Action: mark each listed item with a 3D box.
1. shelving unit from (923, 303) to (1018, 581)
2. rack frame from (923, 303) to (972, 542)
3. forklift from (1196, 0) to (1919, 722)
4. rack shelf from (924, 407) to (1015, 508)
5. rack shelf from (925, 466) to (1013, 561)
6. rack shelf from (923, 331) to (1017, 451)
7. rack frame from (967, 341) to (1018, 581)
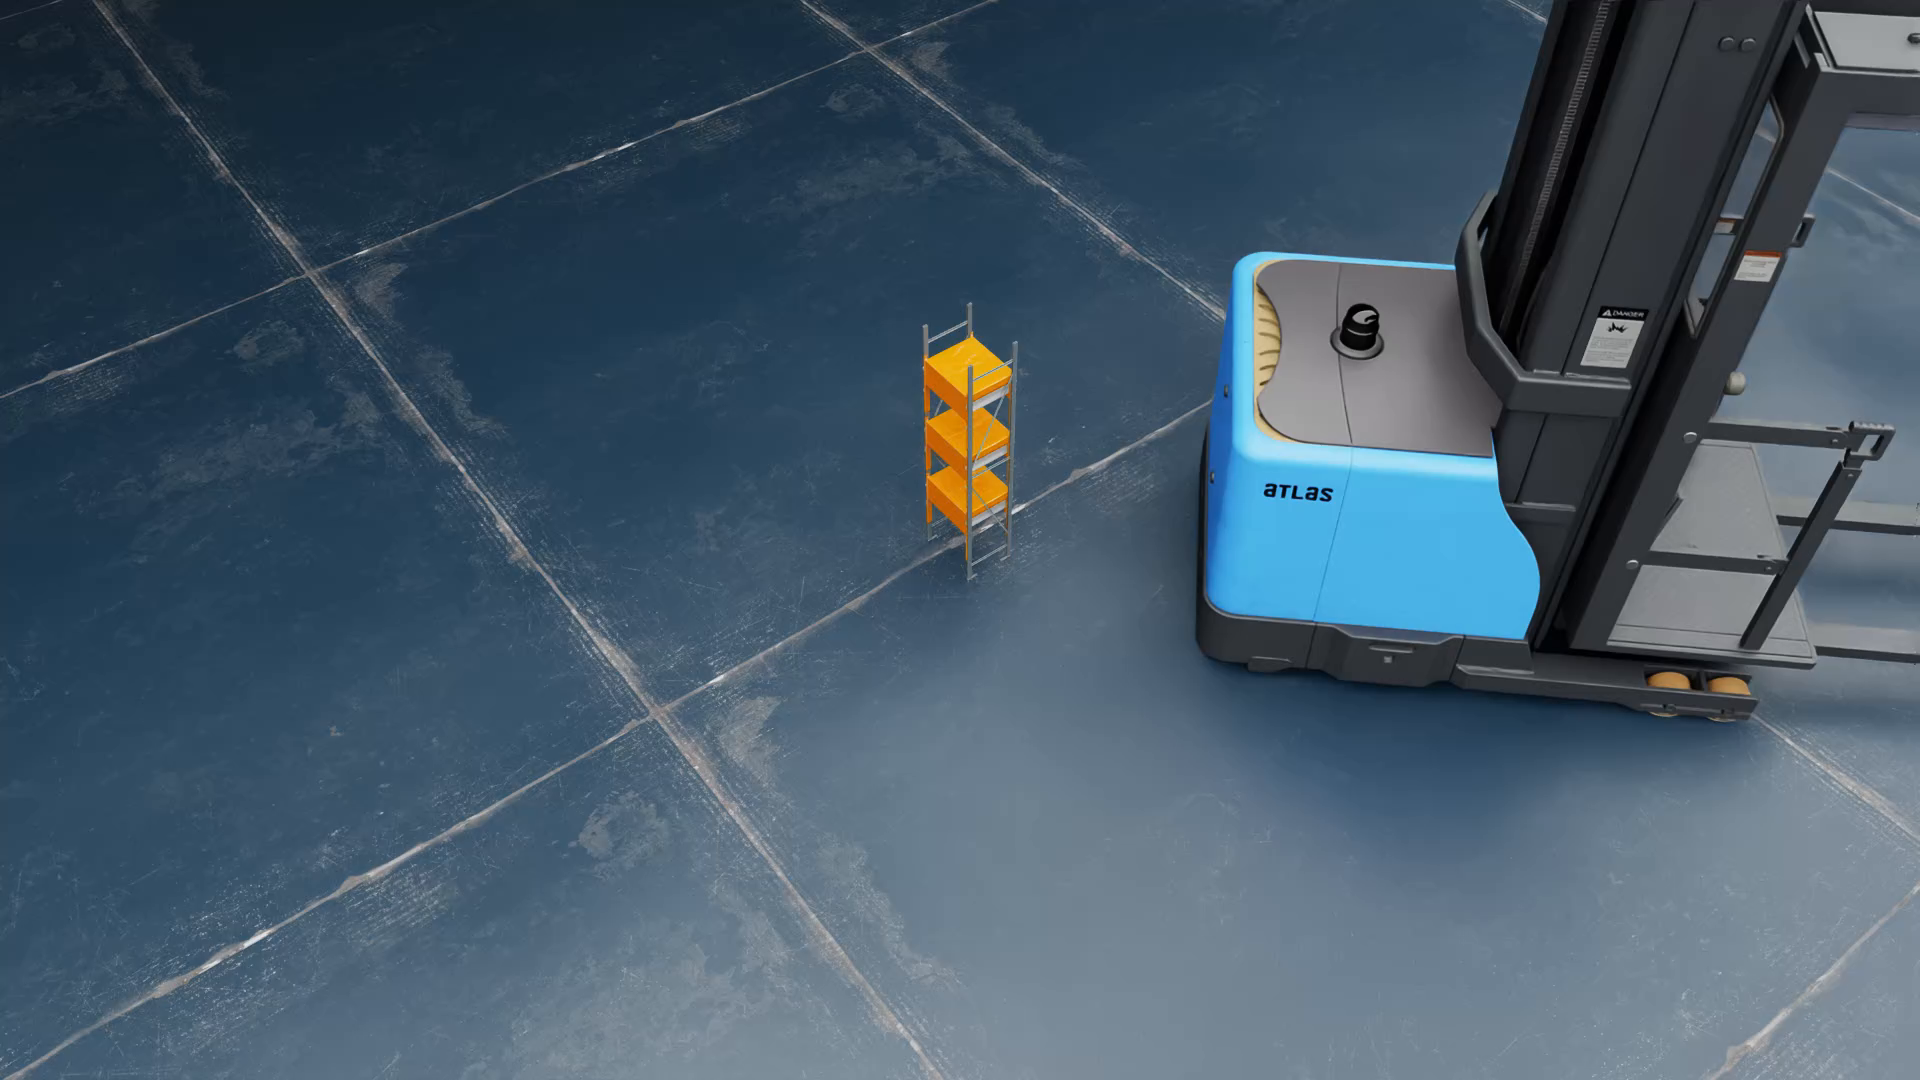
[{"bbox_3d":[0.032,-0.321,5.832,0.215,1.050,0.252,-29,54,-24],"label":"shelving unit"},{"bbox_3d":[-0.041,-0.393,5.898,0.200,1.050,0.008,-29,54,-24],"label":"rack frame"},{"bbox_3d":[2.382,-0.782,4.981,3.031,2.935,1.130,5,48,4],"label":"forklift"},{"bbox_3d":[0.032,-0.314,5.840,0.215,0.259,0.240,-29,54,-24],"label":"rack shelf"},{"bbox_3d":[0.032,-0.127,6.046,0.215,0.259,0.240,-29,54,-24],"label":"rack shelf"},{"bbox_3d":[0.032,-0.505,5.630,0.215,0.259,0.240,-29,54,-24],"label":"rack shelf"},{"bbox_3d":[0.106,-0.249,5.767,0.200,1.050,0.008,-29,54,-24],"label":"rack frame"}]
